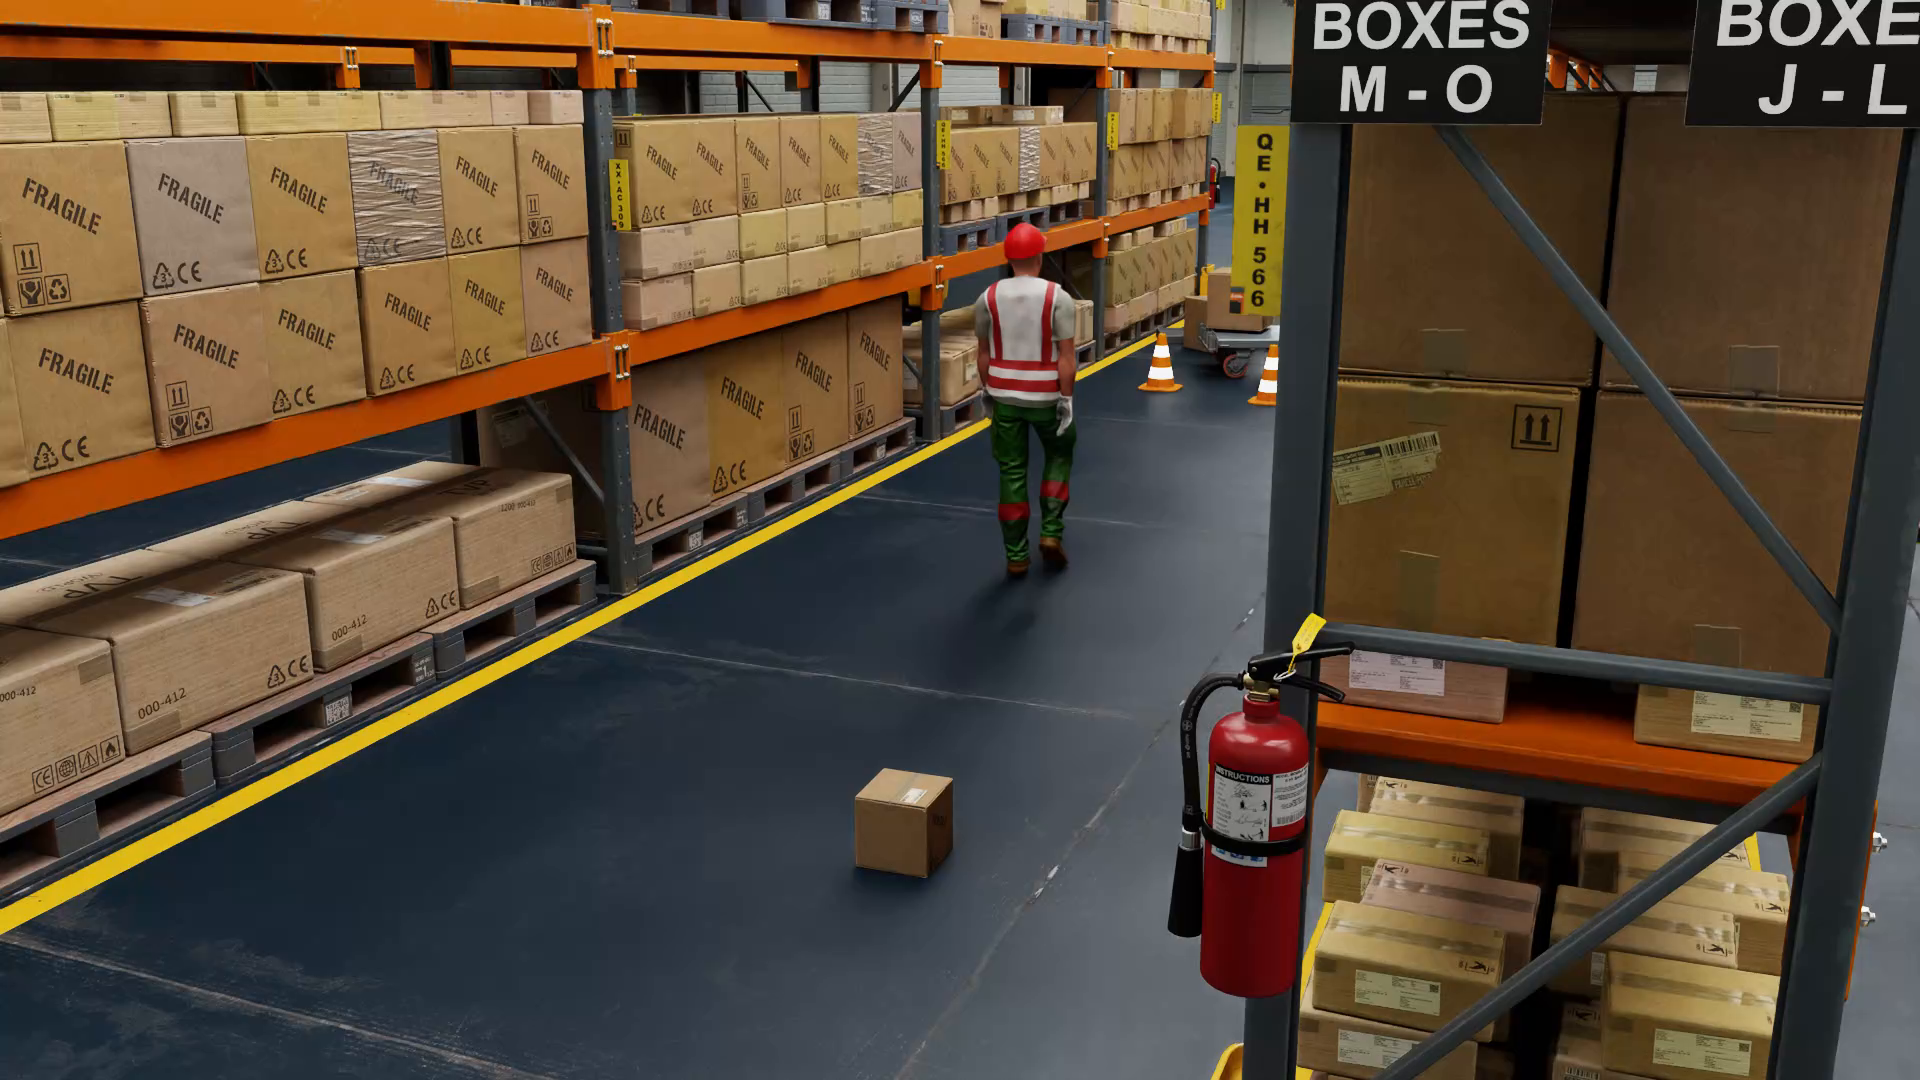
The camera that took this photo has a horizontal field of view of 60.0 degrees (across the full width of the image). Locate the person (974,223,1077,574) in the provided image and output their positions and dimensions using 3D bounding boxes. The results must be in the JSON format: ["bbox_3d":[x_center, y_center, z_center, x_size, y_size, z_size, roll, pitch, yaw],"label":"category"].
[{"bbox_3d":[0.349,-0.725,8.581,0.530,1.812,0.466,3,15,10],"label":"person"}]
